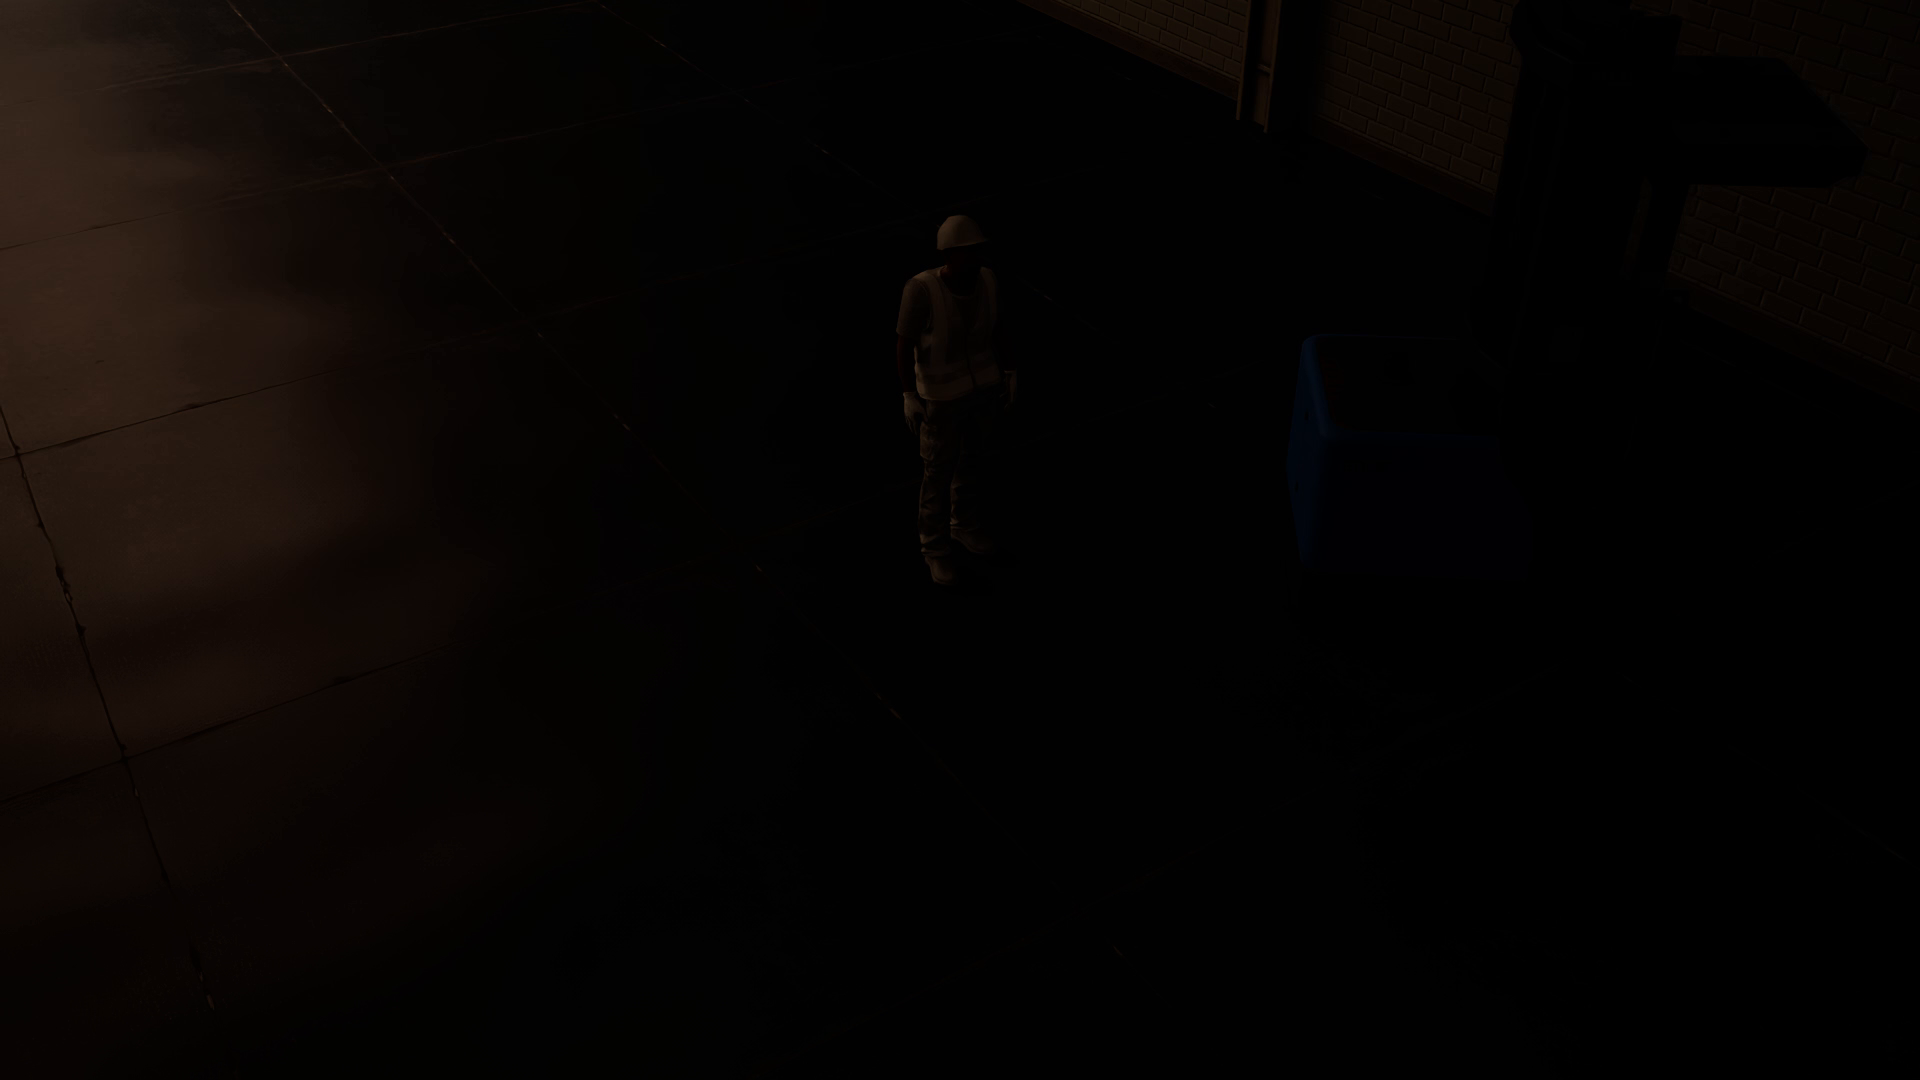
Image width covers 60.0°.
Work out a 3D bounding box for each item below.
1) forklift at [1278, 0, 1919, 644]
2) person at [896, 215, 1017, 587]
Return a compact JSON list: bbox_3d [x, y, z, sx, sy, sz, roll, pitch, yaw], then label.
[{"bbox_3d":[3.170,-1.020,7.599,3.031,2.935,1.130,2,35,4],"label":"forklift"},{"bbox_3d":[0.032,-0.698,8.127,0.656,1.781,0.577,-21,40,-27],"label":"person"}]
